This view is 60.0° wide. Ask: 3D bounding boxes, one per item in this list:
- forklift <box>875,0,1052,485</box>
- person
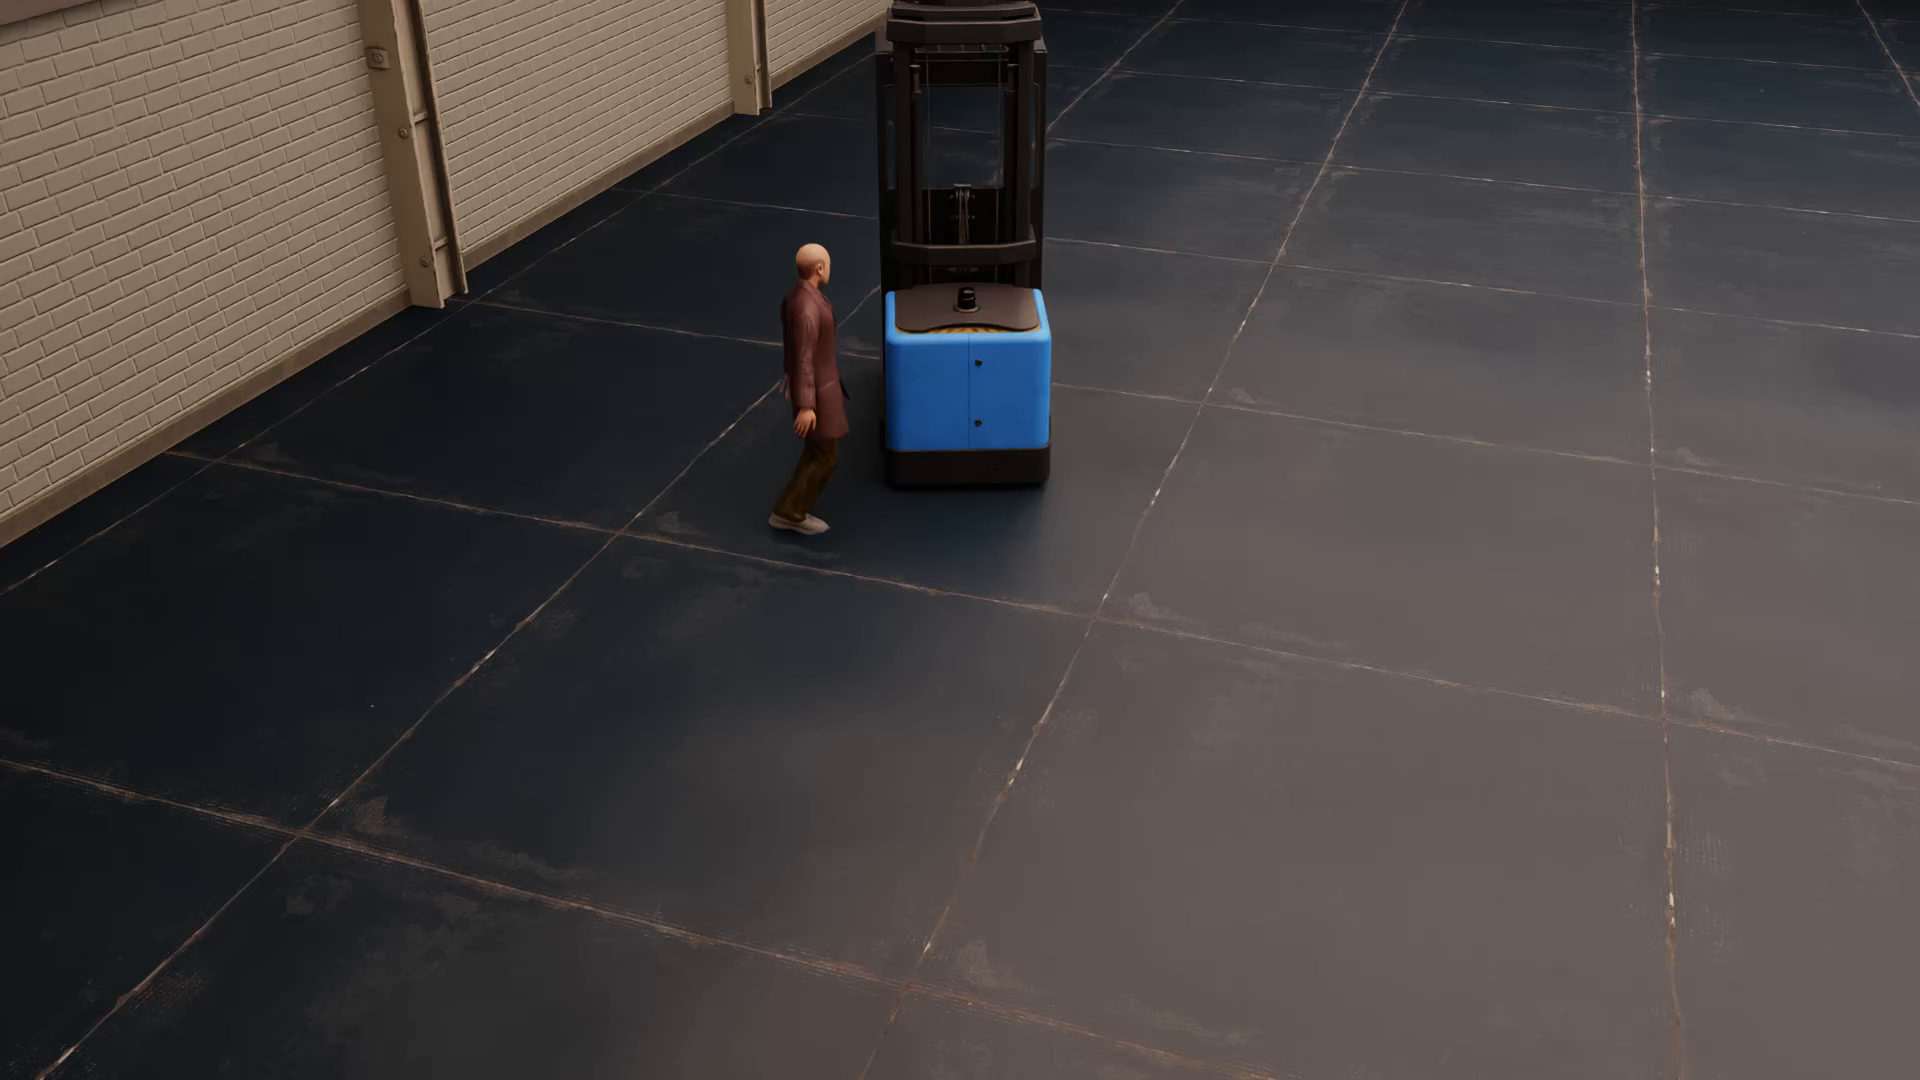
[{"bbox_3d":[-0.003,-2.317,11.201,1.130,2.935,3.031,-1,30,-2],"label":"forklift"},{"bbox_3d":[-0.902,-0.884,9.903,0.526,1.750,0.934,-4,30,-7],"label":"person"}]
